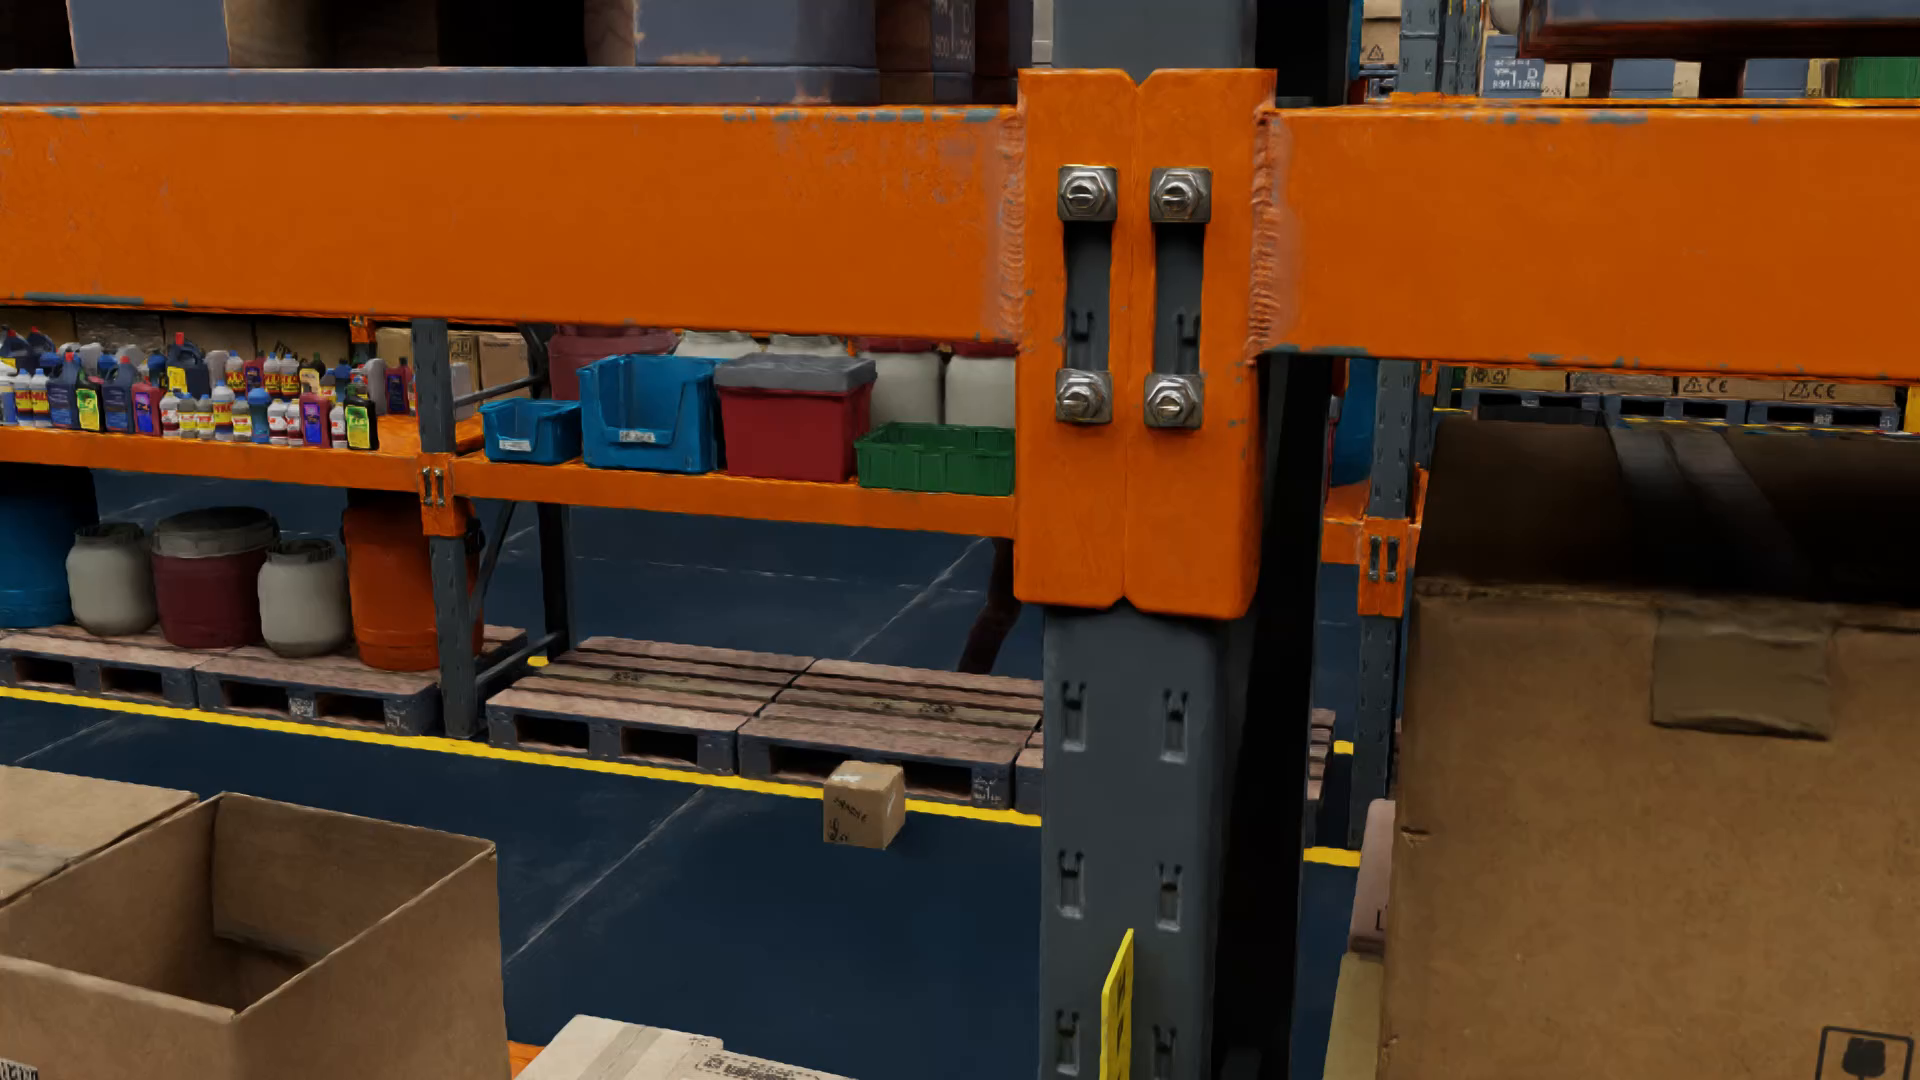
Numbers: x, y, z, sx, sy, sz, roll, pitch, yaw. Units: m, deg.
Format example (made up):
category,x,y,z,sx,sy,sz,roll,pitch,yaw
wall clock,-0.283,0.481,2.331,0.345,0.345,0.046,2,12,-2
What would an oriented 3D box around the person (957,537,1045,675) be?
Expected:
category,x,y,z,sx,sy,sz,roll,pitch,yaw
person,0.339,-0.072,7.884,0.779,1.668,0.668,-1,15,-4
